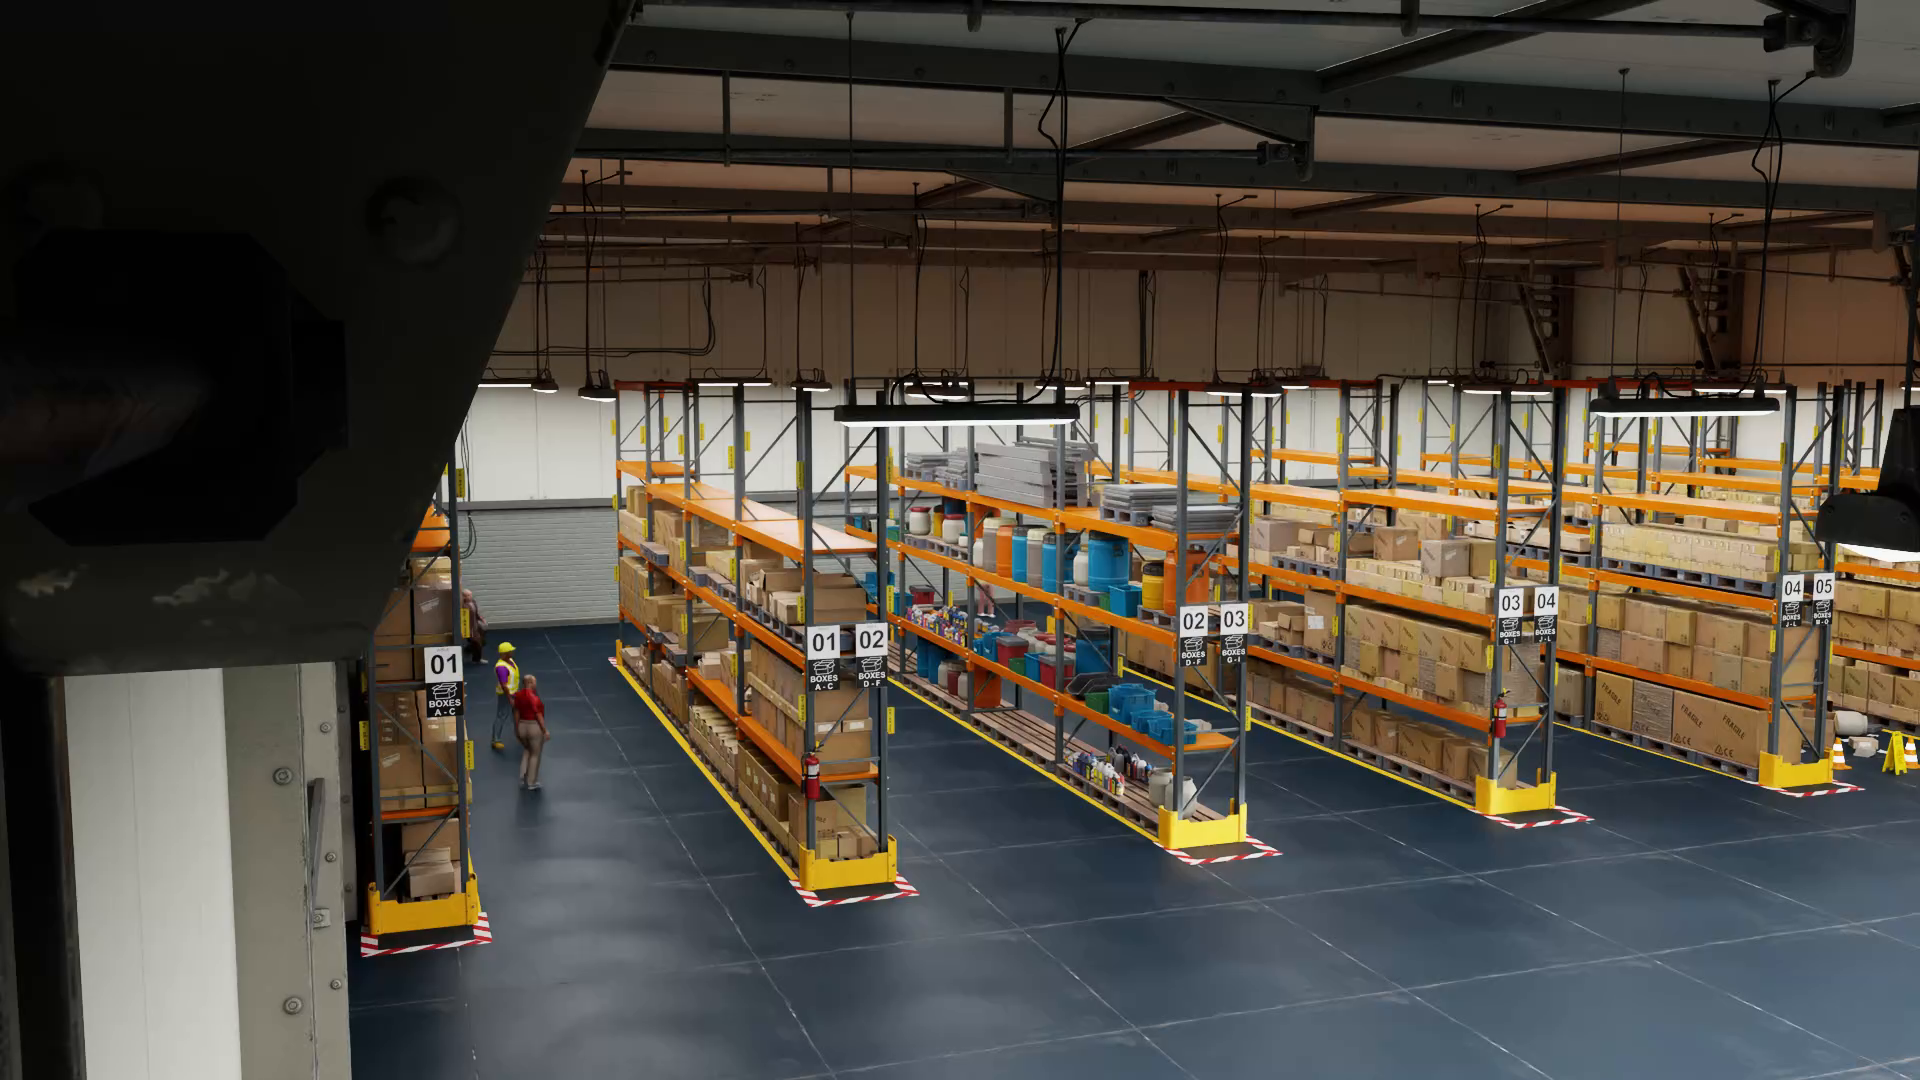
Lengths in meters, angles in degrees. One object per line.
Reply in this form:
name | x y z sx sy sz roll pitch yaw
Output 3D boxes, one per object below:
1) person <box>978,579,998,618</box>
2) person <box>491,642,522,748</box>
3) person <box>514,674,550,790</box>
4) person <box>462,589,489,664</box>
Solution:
person | 0.684 1.107 41.742 0.473 1.675 0.514 -4 7 -36
person | -7.437 2.557 27.532 0.585 1.777 0.726 1 6 10
person | -6.352 2.863 24.779 0.531 1.749 0.448 2 7 22
person | -10.289 1.832 34.841 0.617 1.653 0.789 1 6 14
